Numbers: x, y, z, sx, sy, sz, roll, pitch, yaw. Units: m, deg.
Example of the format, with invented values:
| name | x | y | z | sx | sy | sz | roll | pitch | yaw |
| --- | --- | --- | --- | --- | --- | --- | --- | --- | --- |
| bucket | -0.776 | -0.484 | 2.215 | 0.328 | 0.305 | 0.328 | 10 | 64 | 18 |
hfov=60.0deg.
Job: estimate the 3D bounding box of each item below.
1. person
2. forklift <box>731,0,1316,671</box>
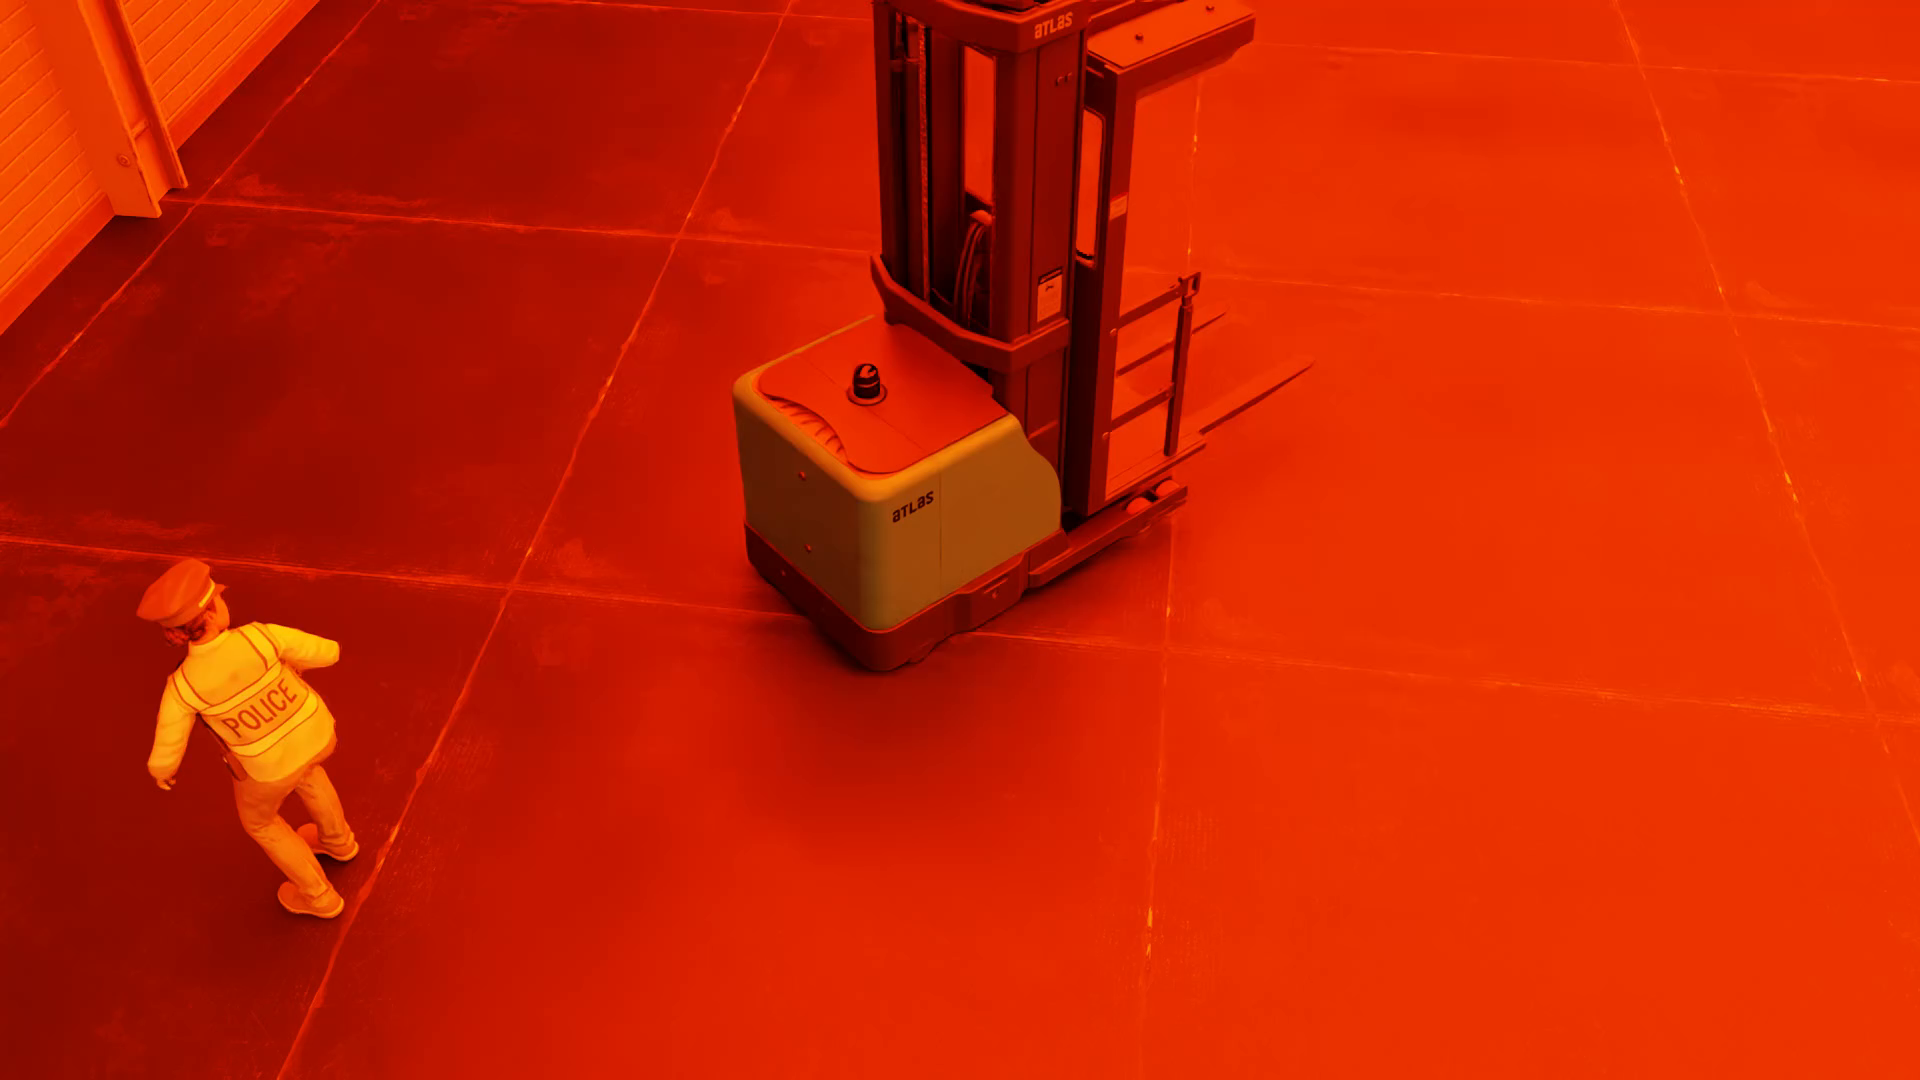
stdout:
| name | x | y | z | sx | sy | sz | roll | pitch | yaw |
| --- | --- | --- | --- | --- | --- | --- | --- | --- | --- |
| person | -2.495 | 0.729 | 5.910 | 0.482 | 1.632 | 0.712 | 28 | 49 | 27 |
| forklift | 0.465 | -1.361 | 7.206 | 3.031 | 2.935 | 1.130 | -30 | 50 | -28 |
